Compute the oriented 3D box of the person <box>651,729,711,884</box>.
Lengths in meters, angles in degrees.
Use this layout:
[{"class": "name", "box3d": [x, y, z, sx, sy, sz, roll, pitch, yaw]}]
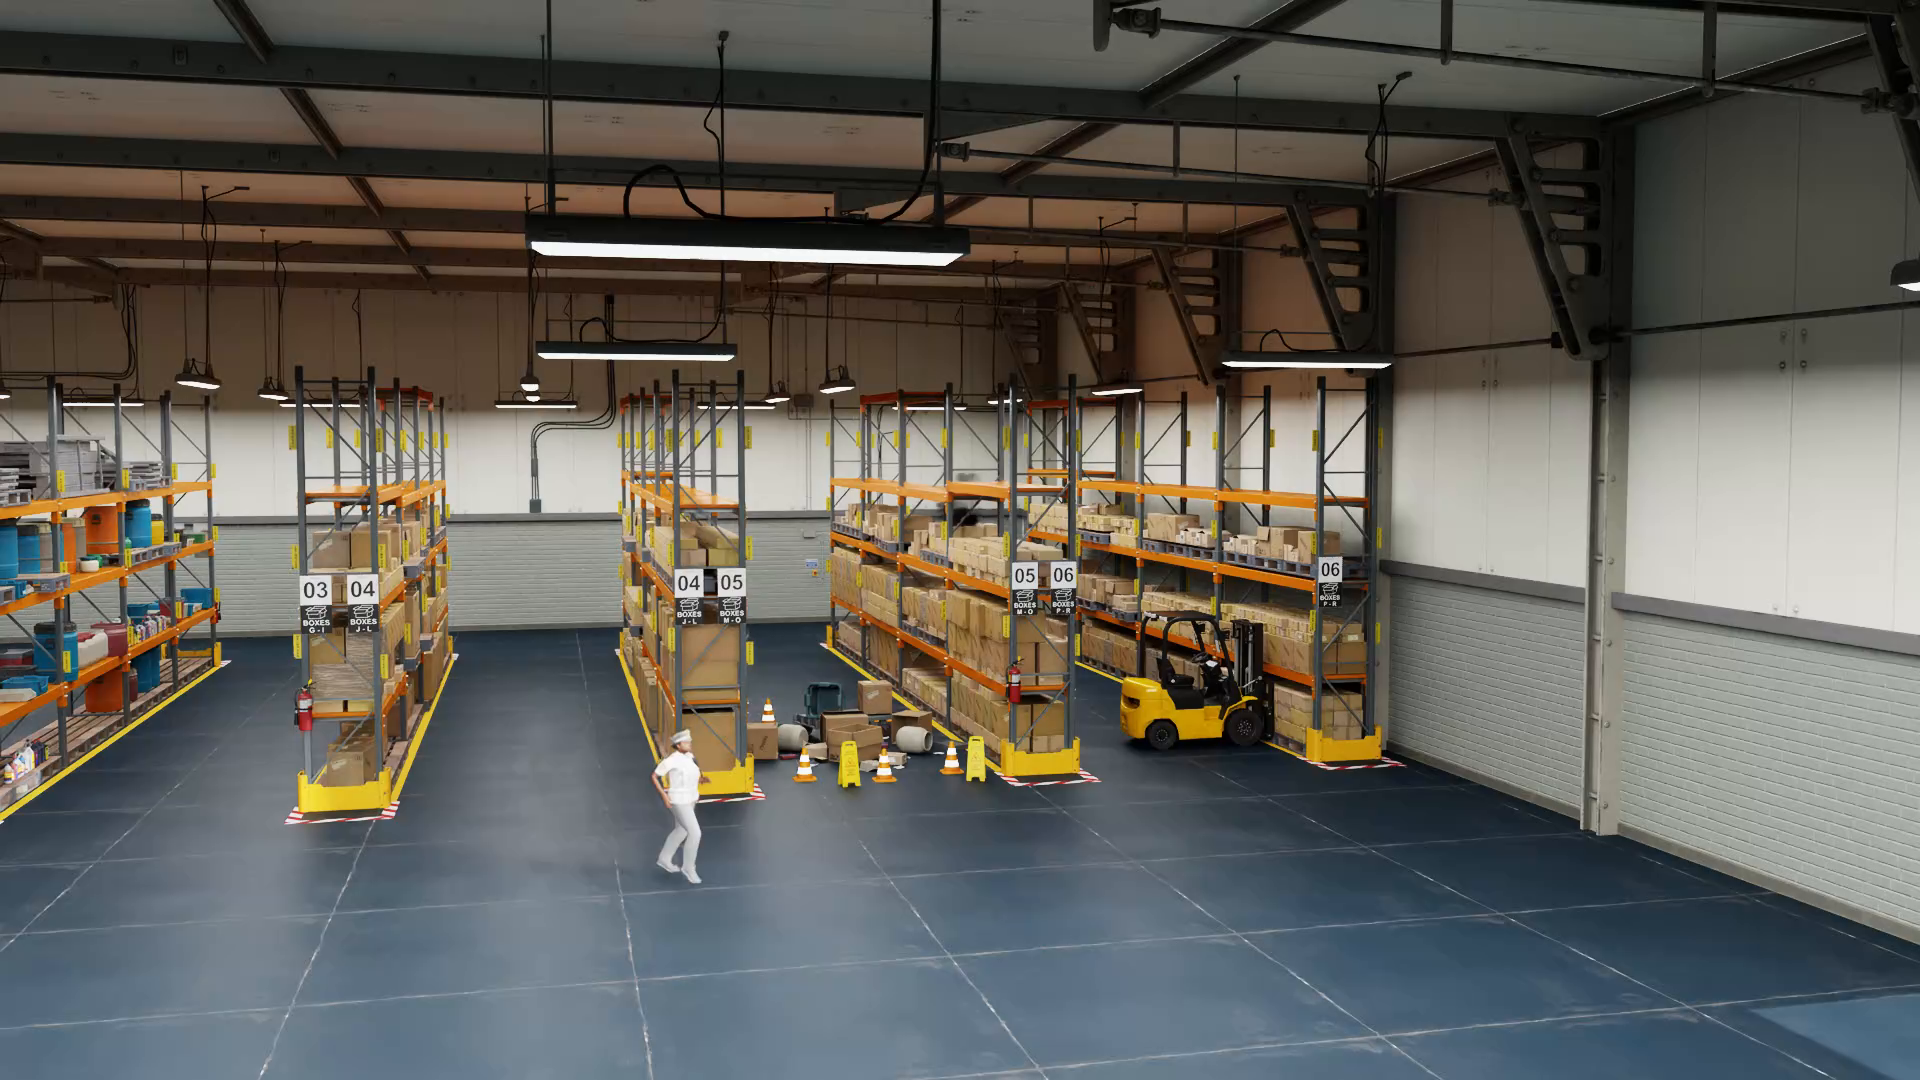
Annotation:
[{"class": "person", "box3d": [-3.166, 3.030, 18.952, 0.756, 1.759, 0.544, 1, 4, 20]}]
